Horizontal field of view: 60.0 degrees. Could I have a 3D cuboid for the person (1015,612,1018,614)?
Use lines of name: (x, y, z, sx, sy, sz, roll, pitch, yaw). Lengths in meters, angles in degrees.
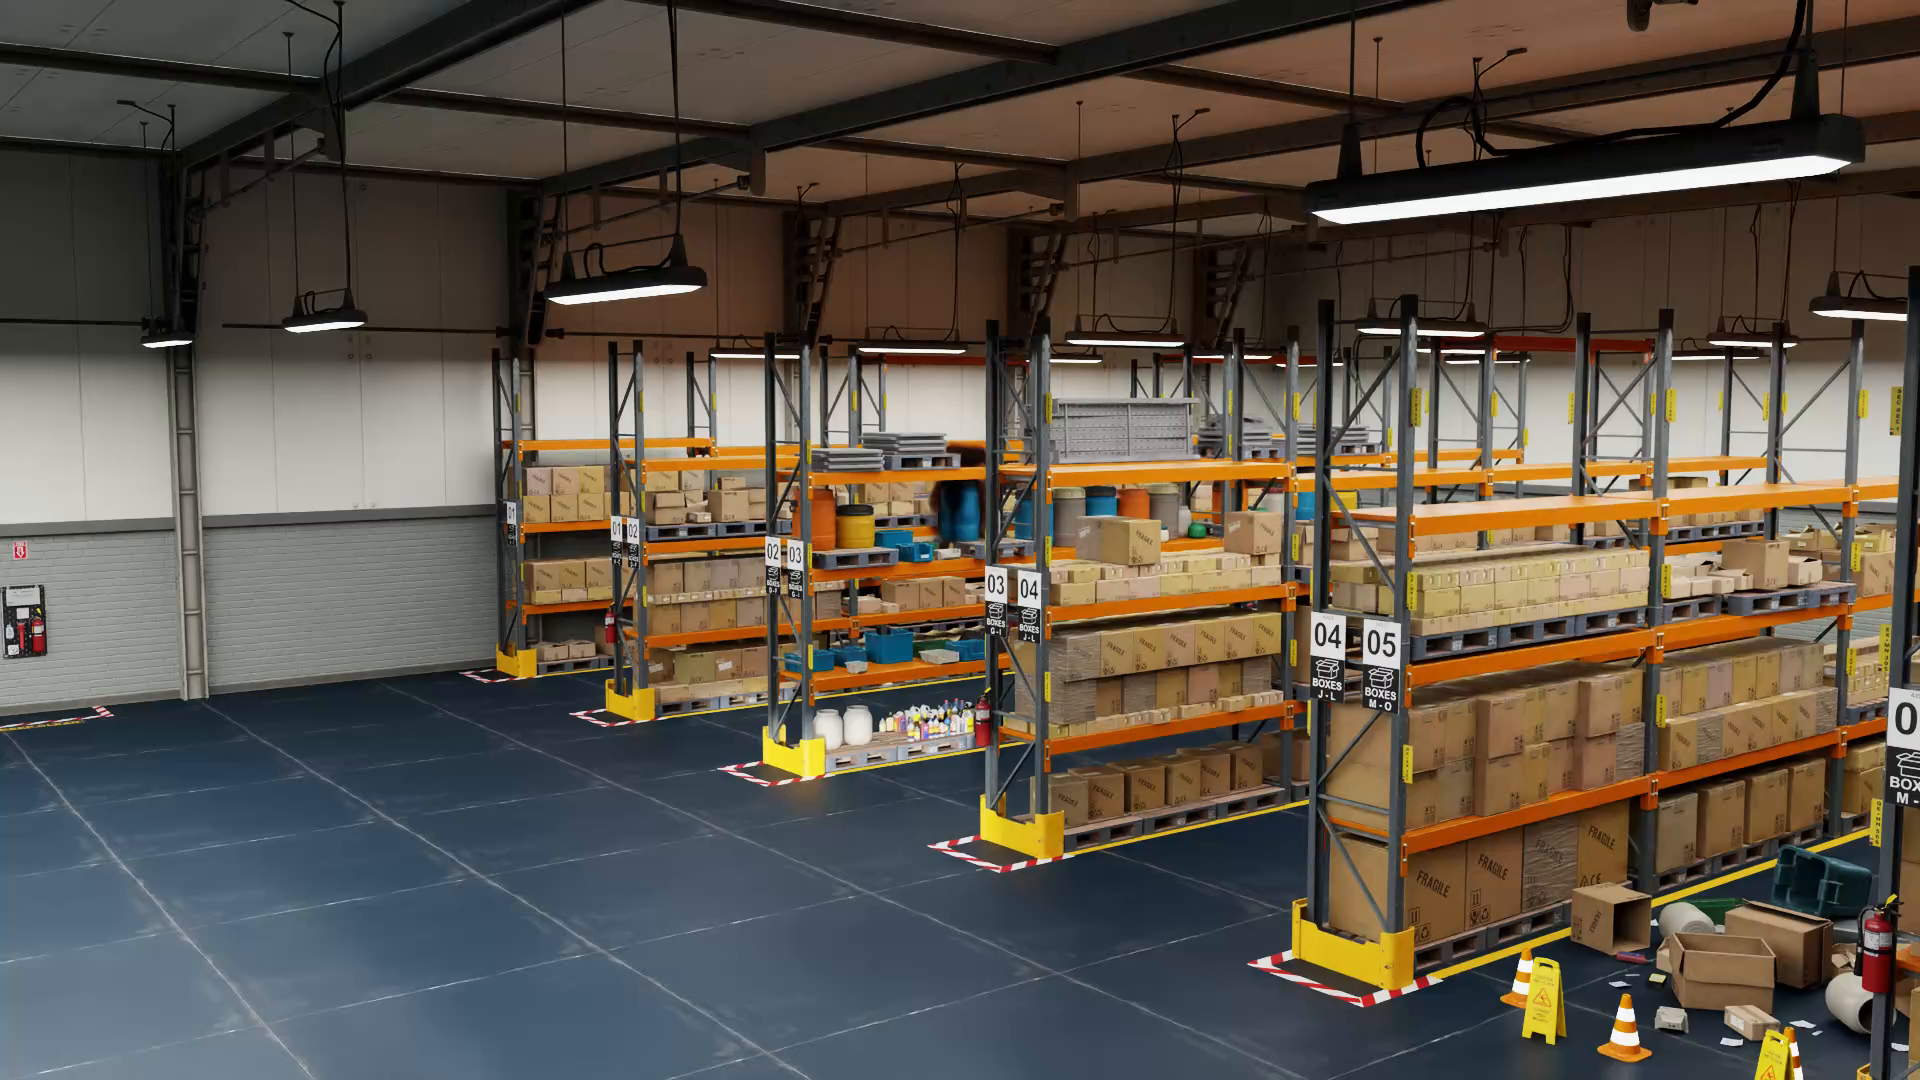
person: (1.117, 1.307, 33.833, 0.972, 1.740, 0.526, -4, 6, -38)
